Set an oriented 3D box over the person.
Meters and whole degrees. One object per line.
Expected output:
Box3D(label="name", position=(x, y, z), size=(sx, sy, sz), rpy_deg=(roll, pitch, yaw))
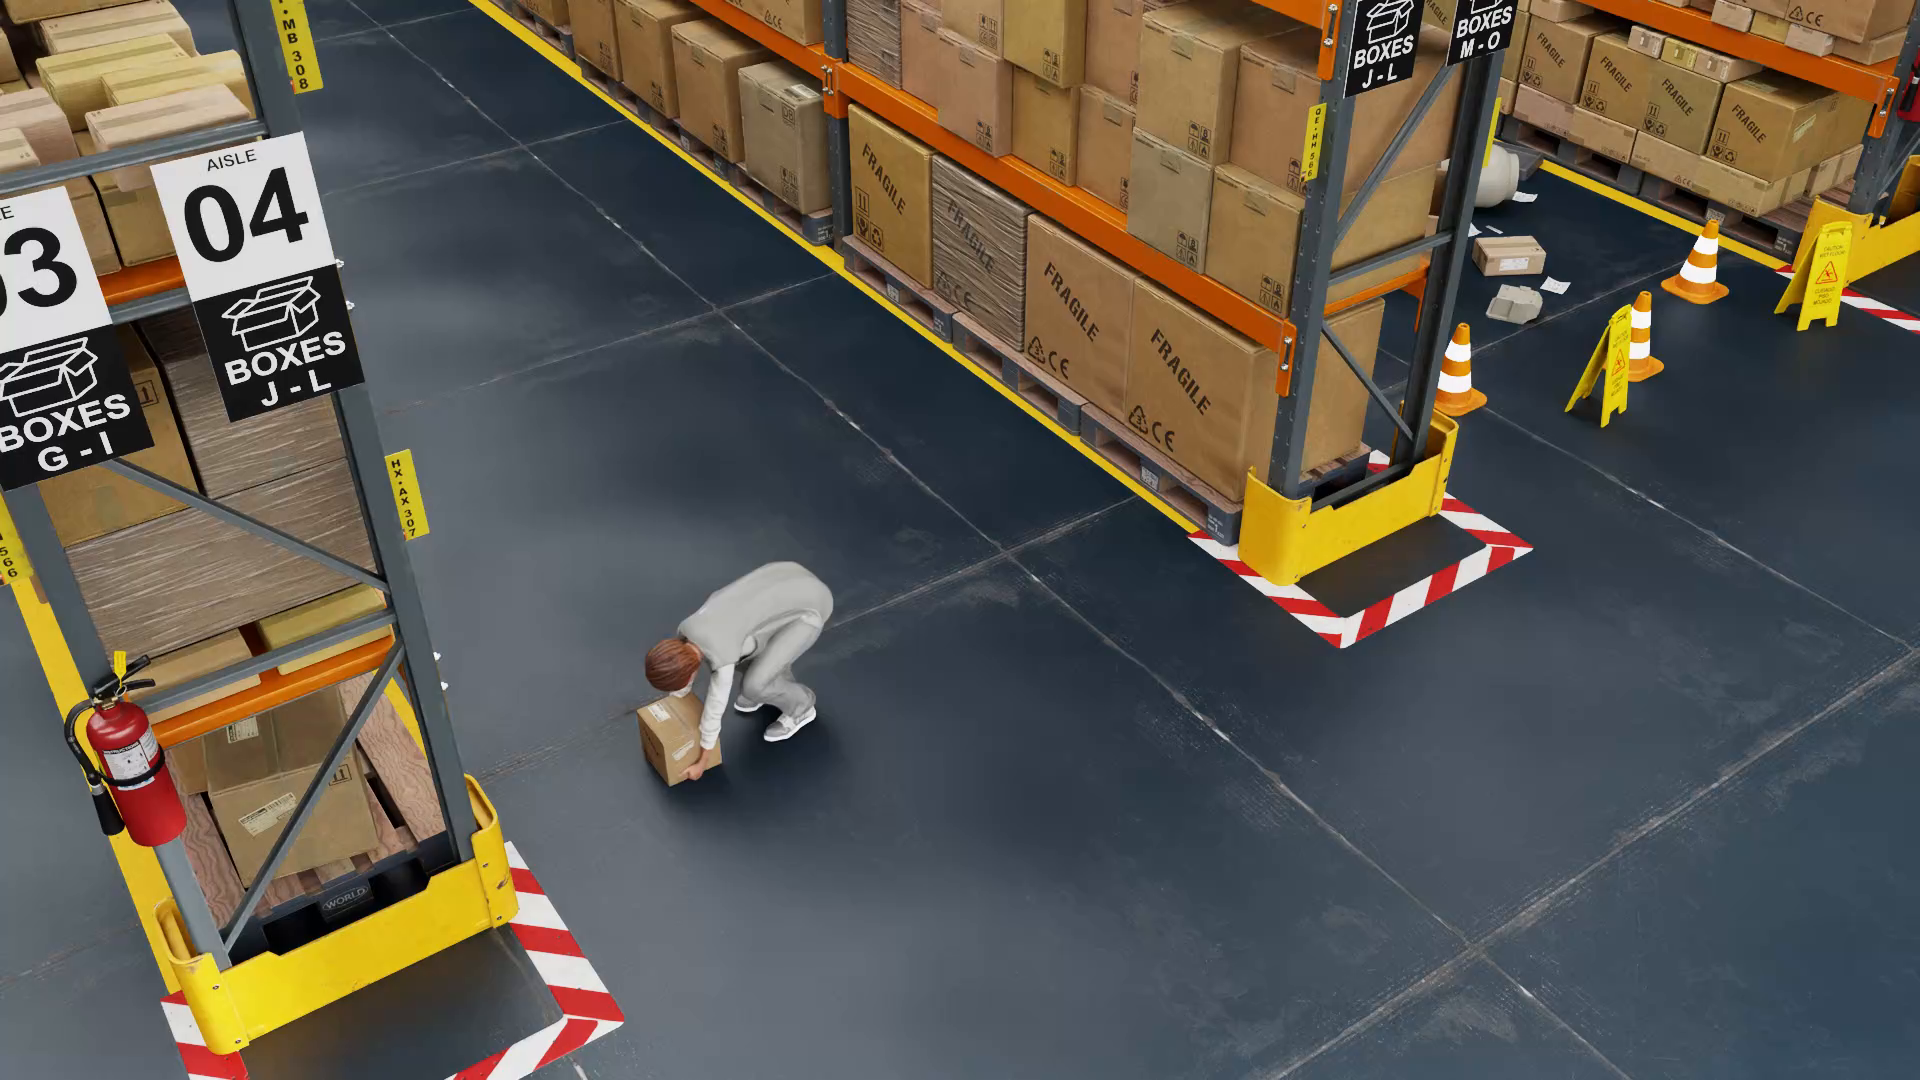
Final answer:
Box3D(label="person", position=(-0.929, 0.538, 7.043), size=(0.871, 0.735, 0.402), rpy_deg=(-24, 43, -29))
